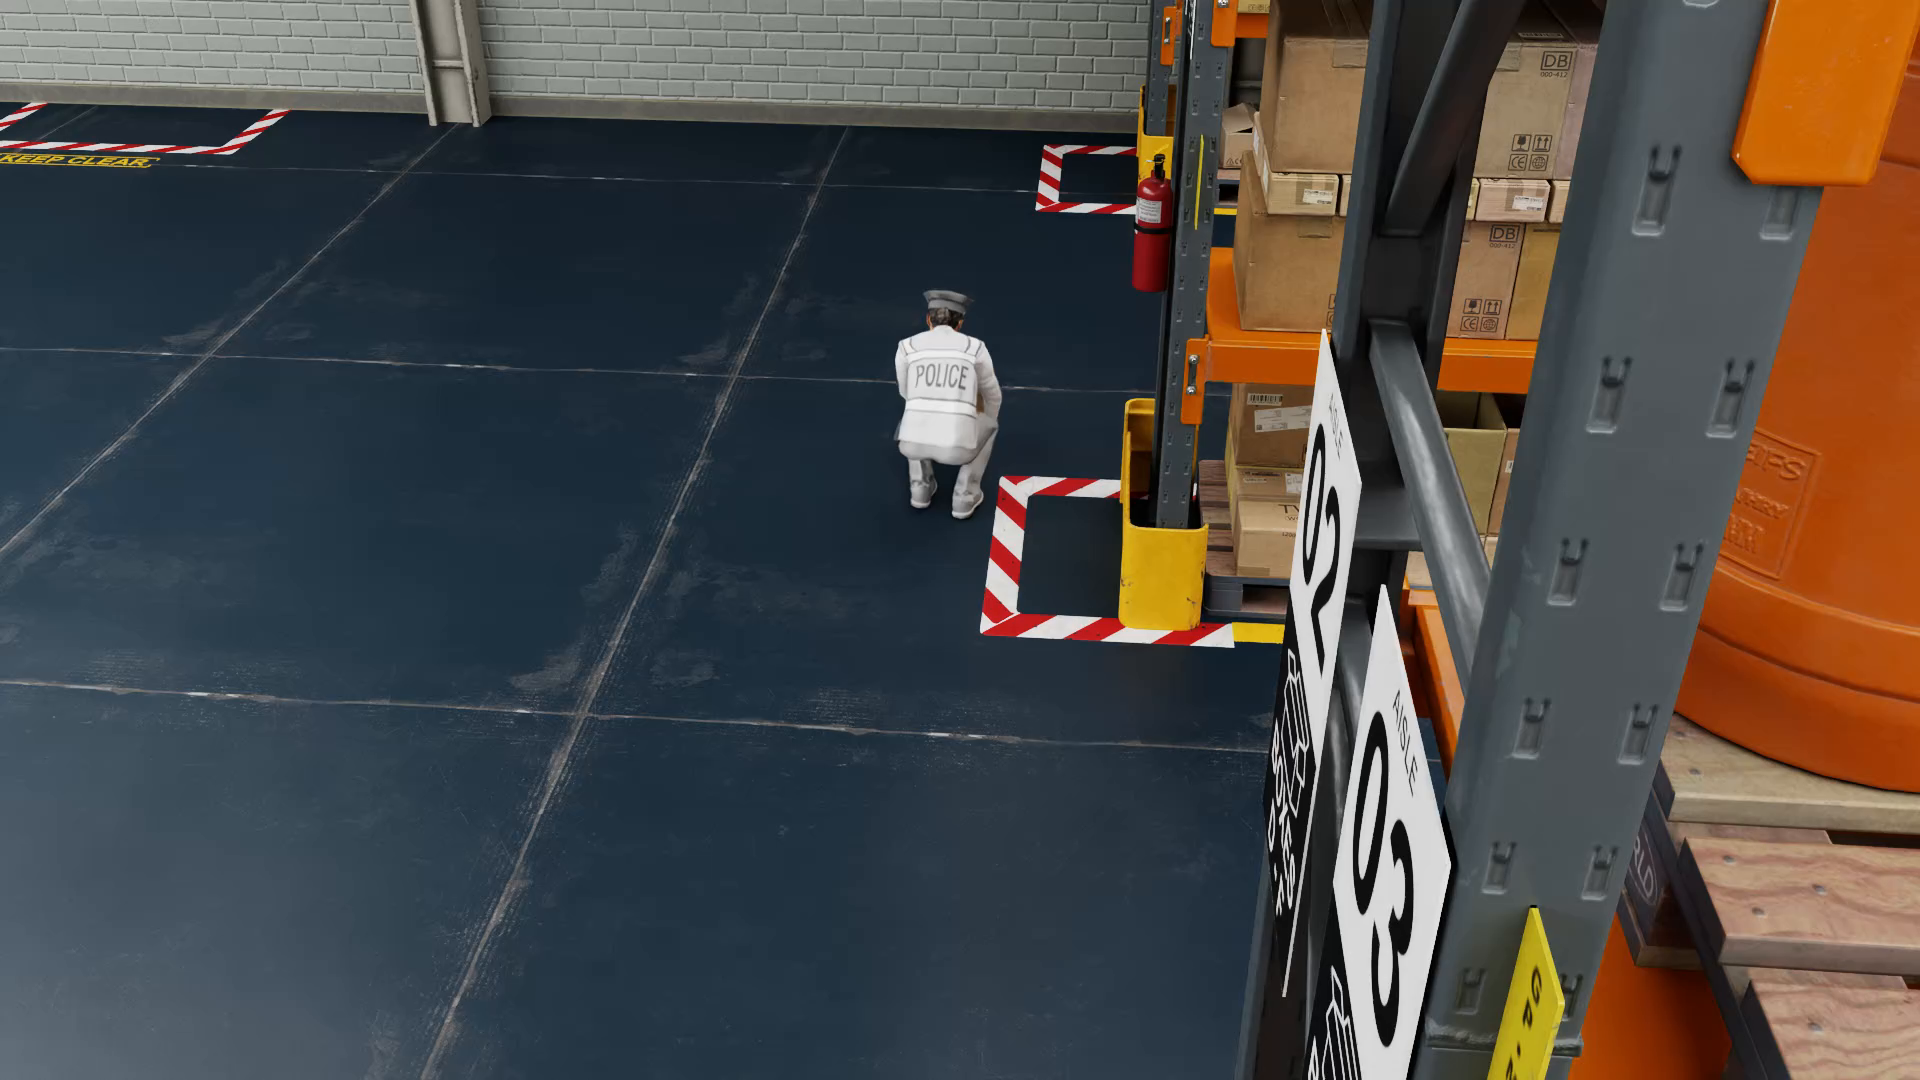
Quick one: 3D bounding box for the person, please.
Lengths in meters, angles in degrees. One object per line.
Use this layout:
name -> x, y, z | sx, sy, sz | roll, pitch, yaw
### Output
person -> -0.081, -0.648, 7.835 | 0.503, 0.965, 0.834 | 7, 33, 10
